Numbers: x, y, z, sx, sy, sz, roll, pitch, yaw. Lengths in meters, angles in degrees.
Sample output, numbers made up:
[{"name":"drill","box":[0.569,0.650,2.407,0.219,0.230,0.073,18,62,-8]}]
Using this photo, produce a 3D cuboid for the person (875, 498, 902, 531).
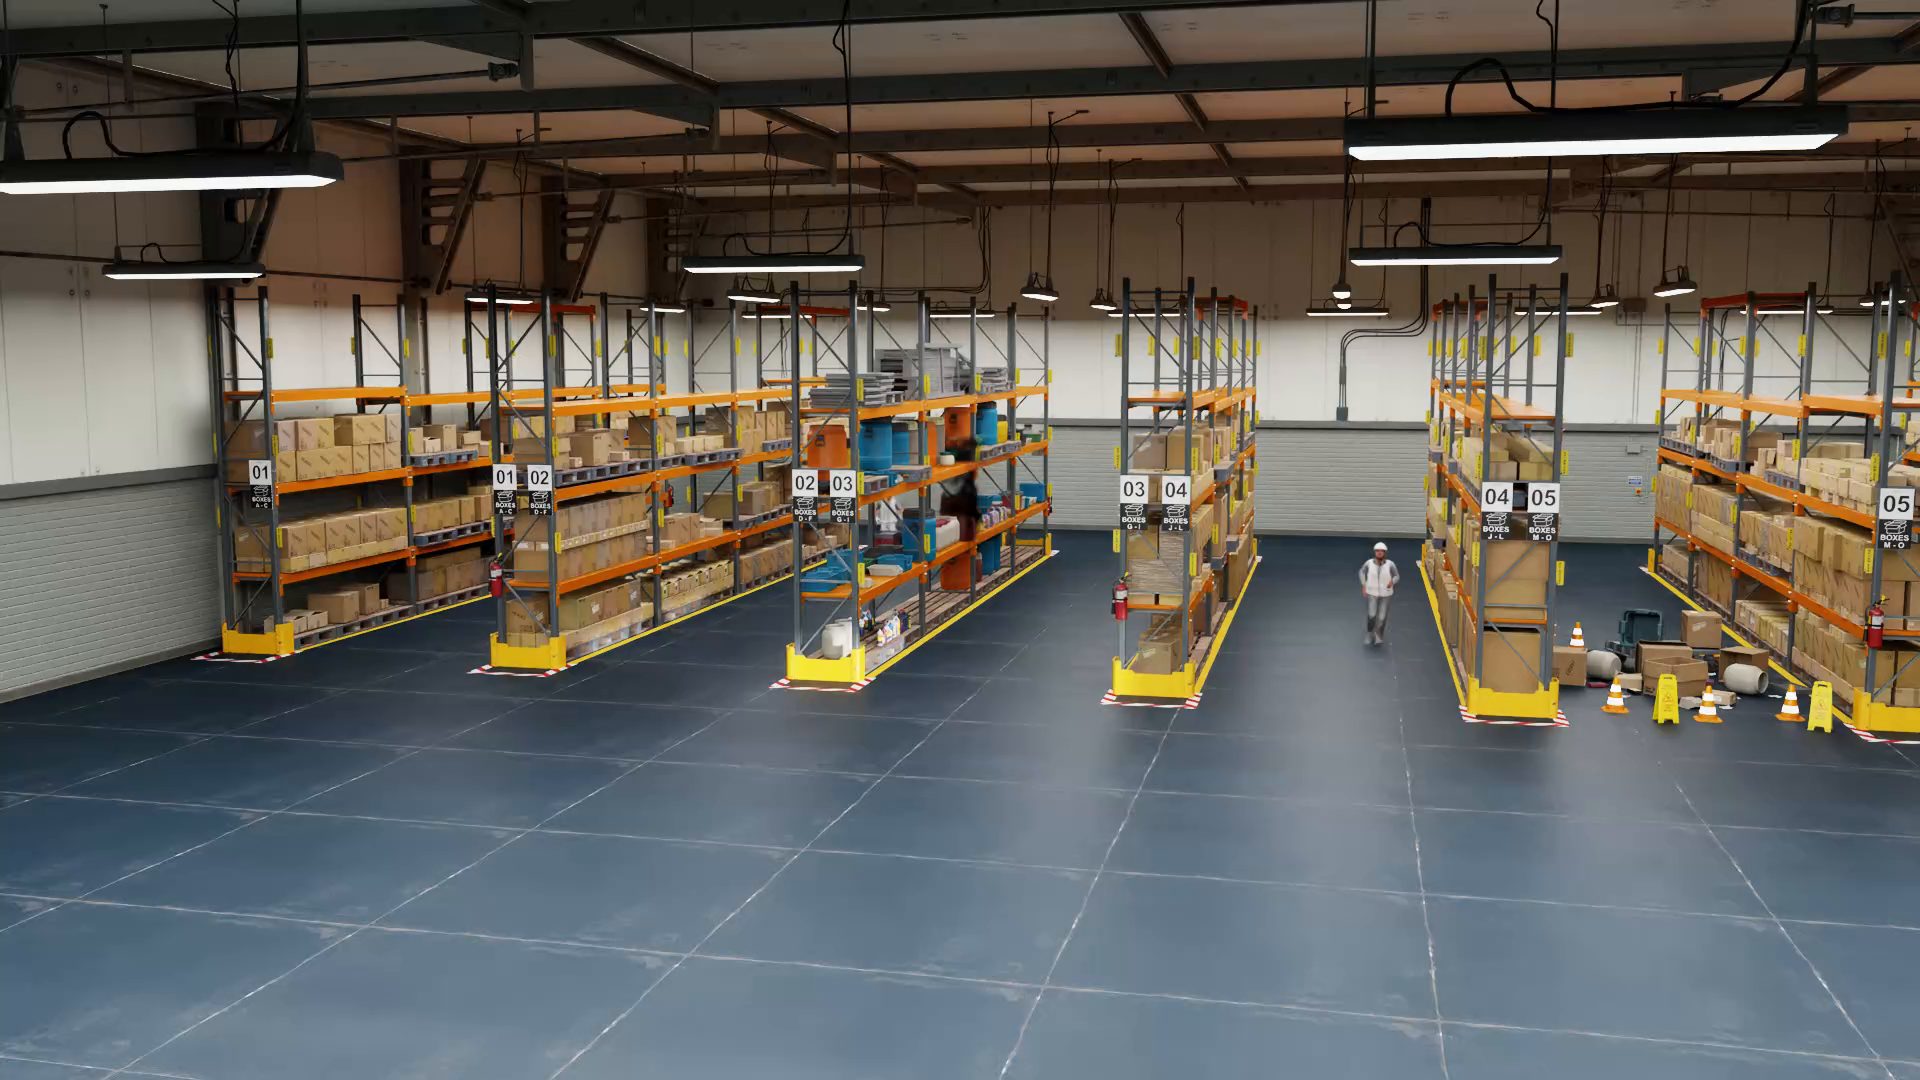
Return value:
[{"name":"person","box":[-1.695,-0.376,39.388,0.667,1.761,0.611,-1,7,-6]}]

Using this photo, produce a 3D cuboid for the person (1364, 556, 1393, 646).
[{"name":"person","box":[7.069,1.020,28.064,0.450,1.538,0.469,1,7,11]}]
